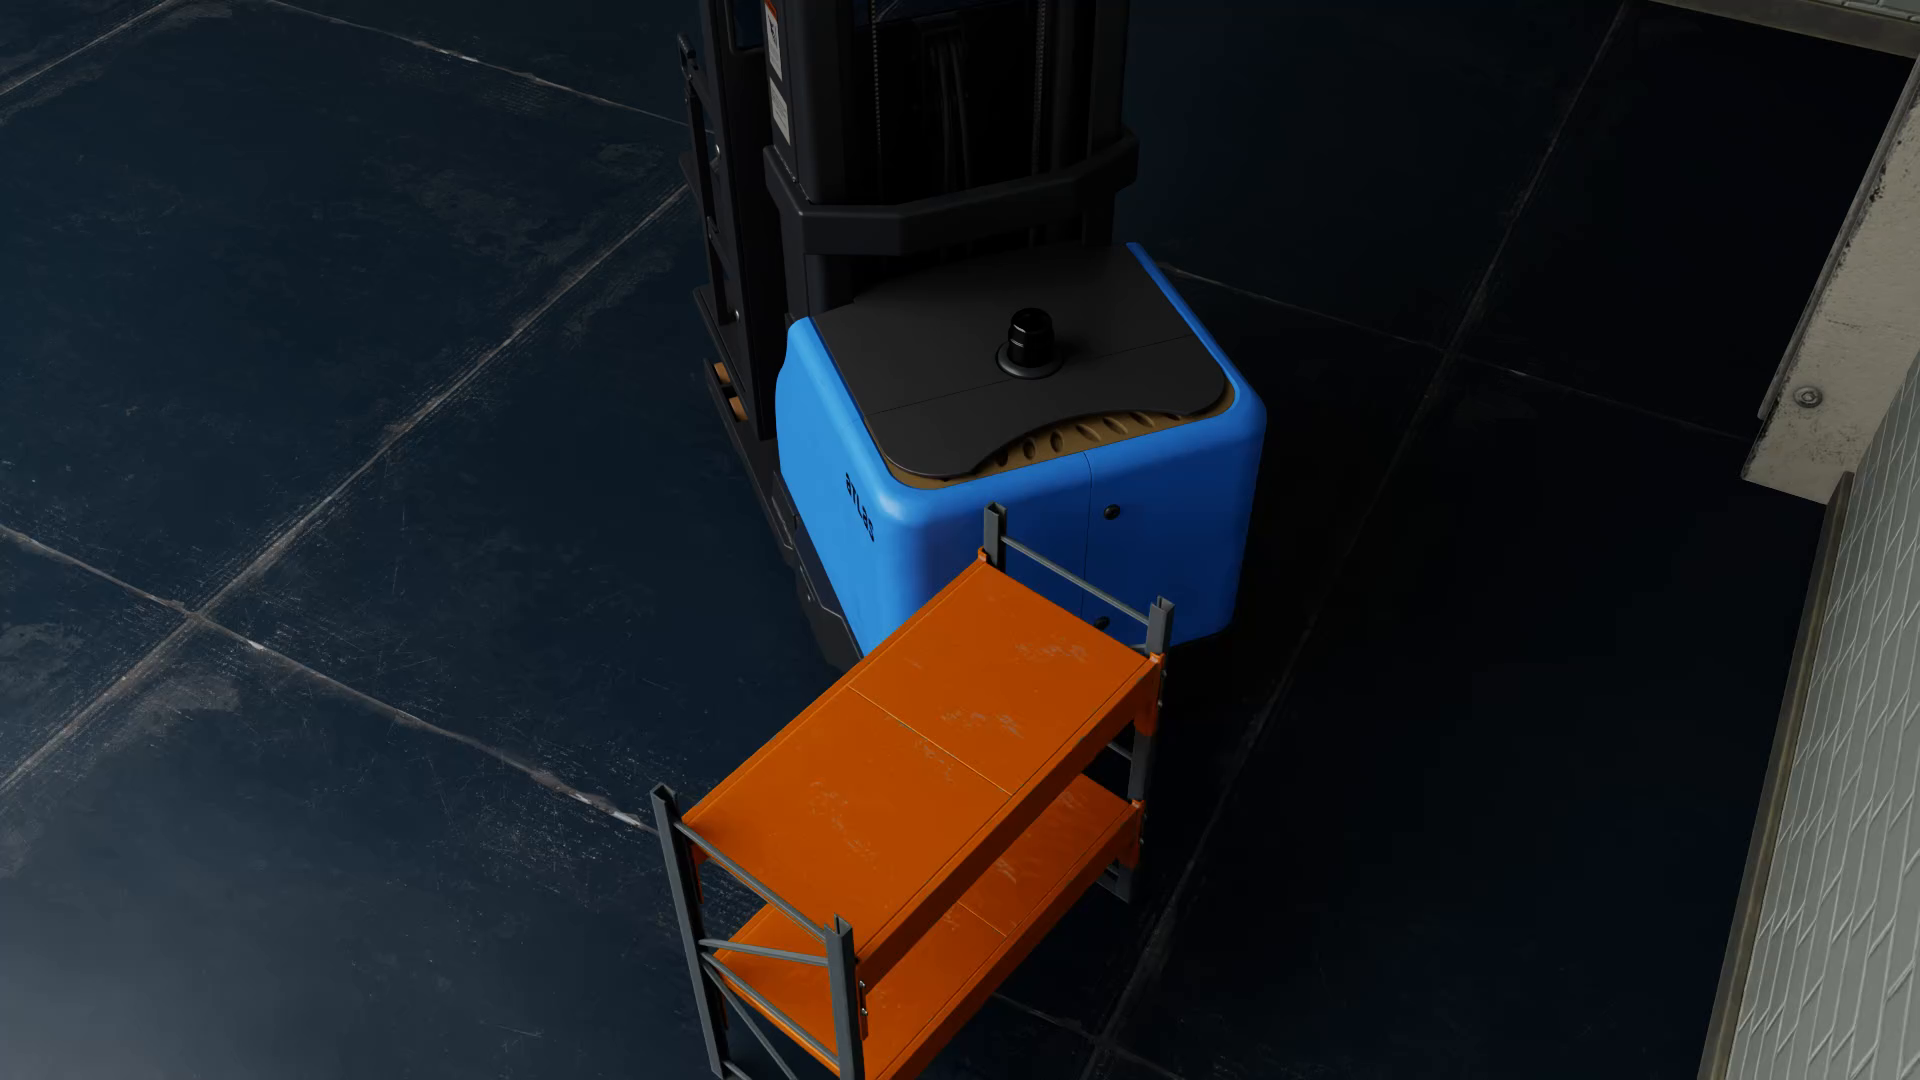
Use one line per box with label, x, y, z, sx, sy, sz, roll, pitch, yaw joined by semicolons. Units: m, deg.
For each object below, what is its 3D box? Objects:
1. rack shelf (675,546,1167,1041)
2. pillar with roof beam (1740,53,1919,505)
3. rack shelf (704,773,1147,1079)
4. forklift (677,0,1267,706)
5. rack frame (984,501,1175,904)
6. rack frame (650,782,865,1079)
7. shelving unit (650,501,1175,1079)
rack shelf;-0.069;0.500;3.554;0.538;0.278;1.000;31;53;27
pillar with roof beam;-1.028;-4.862;3.728;9.100;9.000;0.400;20;49;19
rack shelf;-0.069;0.877;3.936;0.538;0.278;1.000;31;53;27
forklift;-0.224;-1.447;4.619;1.130;2.935;3.031;-15;47;-15
rack frame;0.256;0.427;4.037;0.500;1.125;0.032;31;53;27
rack frame;-0.394;0.983;3.487;0.500;1.125;0.032;31;53;27
shelving unit;-0.069;0.705;3.762;0.538;1.125;1.048;31;53;27
